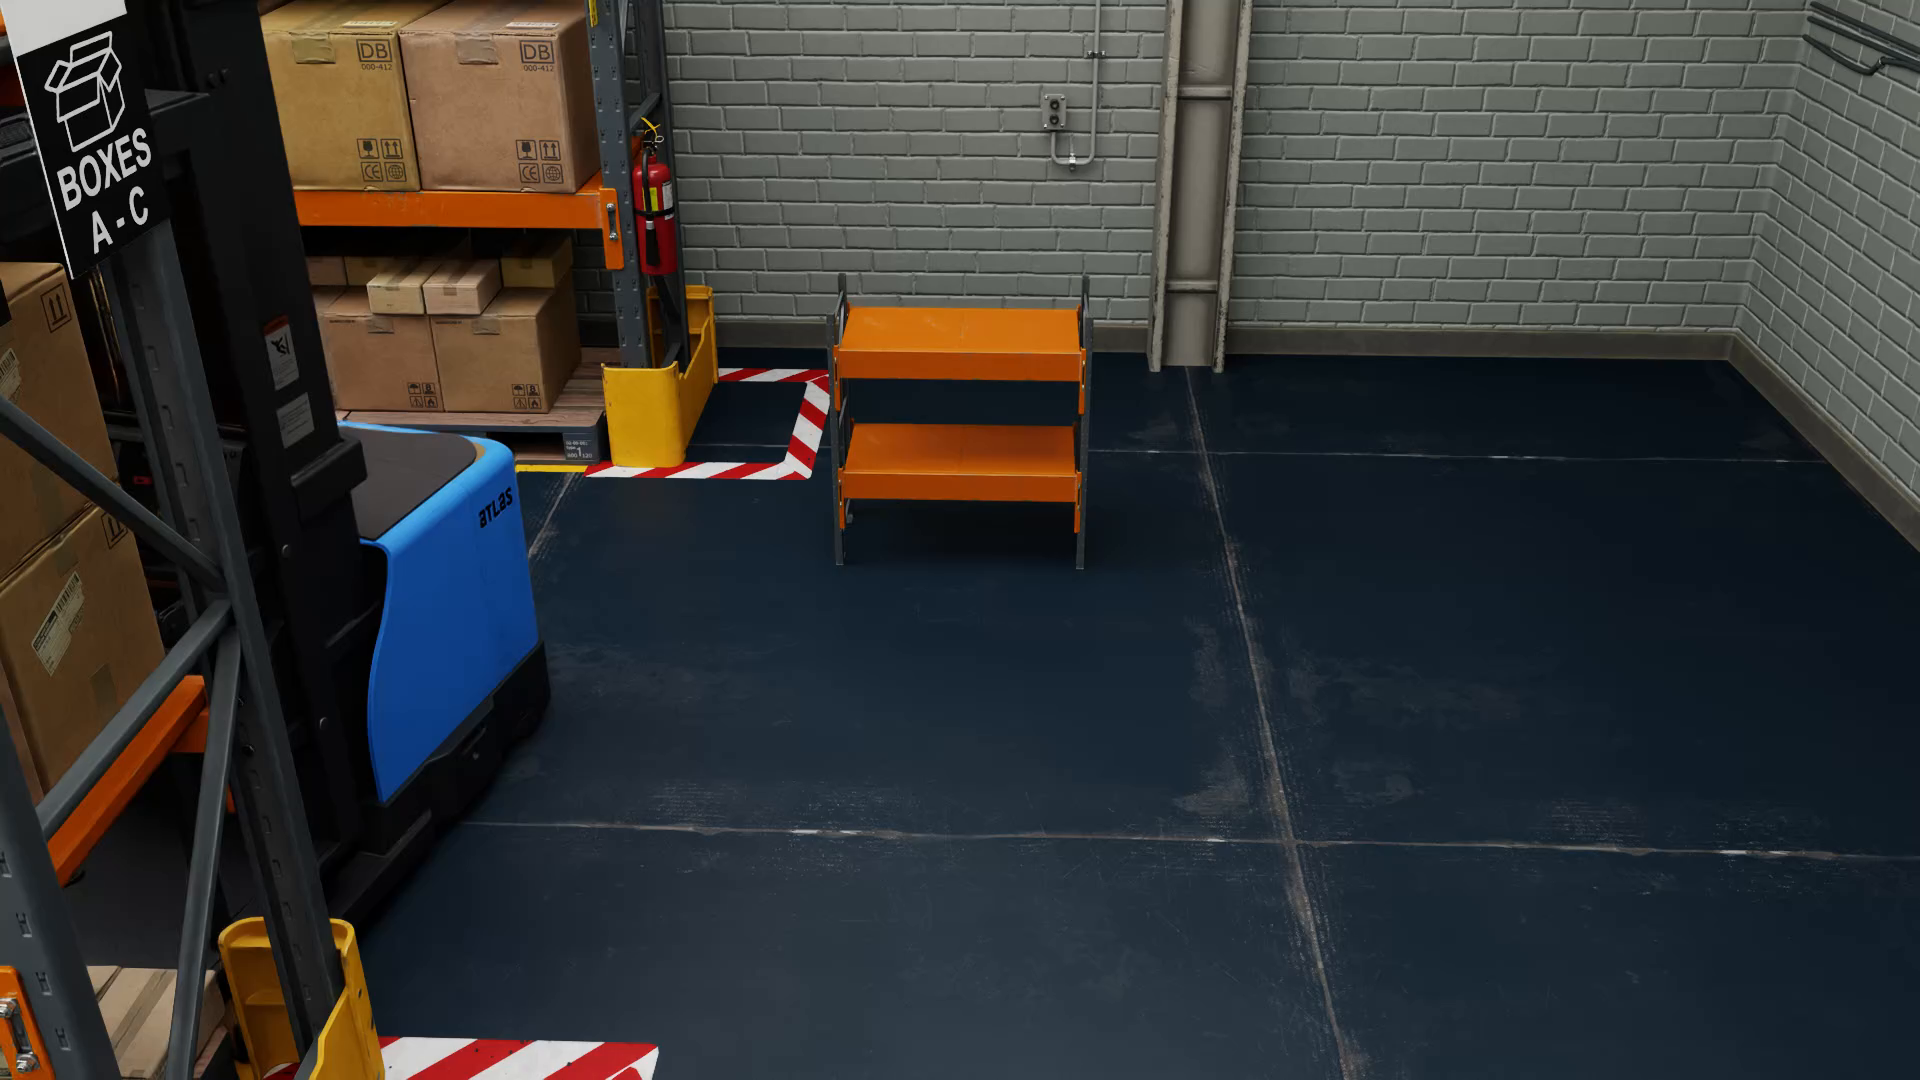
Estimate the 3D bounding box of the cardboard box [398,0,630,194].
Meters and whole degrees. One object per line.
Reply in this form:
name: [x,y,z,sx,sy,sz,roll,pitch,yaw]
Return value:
cardboard box: [-2.010,-2.080,7.650,0.700,0.700,0.980,2,28,4]

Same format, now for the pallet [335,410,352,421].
pallet: [-3.518,-0.709,8.363,1.213,0.211,1.003,1,28,2]

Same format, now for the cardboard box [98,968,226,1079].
cardboard box: [-2.078,1.273,4.220,0.250,0.149,0.380,1,28,2]

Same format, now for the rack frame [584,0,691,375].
rack frame: [-1.500,-1.943,7.713,0.127,3.000,1.000,1,28,2]

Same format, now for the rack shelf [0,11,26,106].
rack shelf: [-3.670,-0.665,2.867,4.000,0.370,1.077,1,28,2]

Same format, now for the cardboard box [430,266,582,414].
cardboard box: [-2.203,-0.989,8.134,0.500,0.500,0.700,1,28,2]

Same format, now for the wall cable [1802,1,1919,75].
wall cable: [4.140,-2.961,6.544,0.112,2.526,3.097,1,28,2]

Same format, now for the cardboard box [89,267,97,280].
cardboard box: [-4.102,-1.400,8.217,0.250,0.149,0.380,0,28,0]

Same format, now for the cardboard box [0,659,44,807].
cardboard box: [-2.129,0.451,3.089,0.500,0.500,0.500,2,28,3]

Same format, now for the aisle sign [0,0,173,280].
aisle sign: [-1.593,-0.909,2.987,0.004,0.787,0.394,1,28,2]

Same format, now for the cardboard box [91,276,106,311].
cardboard box: [-3.897,-1.217,7.871,0.250,0.149,0.380,0,28,0]

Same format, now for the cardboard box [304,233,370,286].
cardboard box: [-3.082,-1.384,8.185,0.250,0.149,0.380,1,28,3]

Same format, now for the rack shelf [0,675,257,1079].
rack shelf: [-3.670,0.660,3.570,4.000,0.370,1.077,1,28,2]

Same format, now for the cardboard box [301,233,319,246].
cardboard box: [-3.338,-1.387,8.193,0.250,0.149,0.380,1,28,2]

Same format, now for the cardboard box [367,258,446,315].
cardboard box: [-2.594,-1.197,7.832,0.250,0.149,0.380,2,28,3]

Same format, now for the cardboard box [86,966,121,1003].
cardboard box: [-2.328,1.261,4.224,0.250,0.166,0.380,1,28,2]

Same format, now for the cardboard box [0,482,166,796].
cardboard box: [-2.105,0.201,3.562,0.500,0.500,0.500,2,28,3]

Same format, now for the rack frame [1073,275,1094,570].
rack frame: [0.515,-0.488,6.970,0.032,1.125,0.500,1,28,2]

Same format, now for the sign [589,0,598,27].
sign: [-1.533,-2.306,6.908,0.005,0.325,0.100,1,28,2]

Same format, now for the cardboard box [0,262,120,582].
cardboard box: [-2.105,-0.241,3.328,0.500,0.500,0.500,2,28,3]

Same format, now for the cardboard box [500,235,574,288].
cardboard box: [-2.071,-1.367,8.155,0.250,0.149,0.380,1,28,2]

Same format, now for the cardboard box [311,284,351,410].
cardboard box: [-3.206,-1.005,8.165,0.500,0.500,0.700,0,28,0]

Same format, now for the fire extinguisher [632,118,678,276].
fire extinguisher: [-1.366,-1.526,7.407,0.183,0.674,0.296,1,28,2]

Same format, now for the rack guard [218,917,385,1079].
rack guard: [-1.747,1.479,3.927,0.348,0.500,1.175,1,28,2]

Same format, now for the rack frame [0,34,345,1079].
rack frame: [-1.671,0.374,3.342,0.053,2.616,0.949,1,28,2]

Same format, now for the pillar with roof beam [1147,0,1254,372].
pillar with roof beam: [1.077,-2.939,3.187,0.400,9.000,9.100,1,28,2]

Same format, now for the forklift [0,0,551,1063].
forklift: [-2.372,-0.077,4.266,1.130,2.935,3.031,7,29,14]

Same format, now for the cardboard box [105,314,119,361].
cardboard box: [-3.739,-1.011,8.175,0.500,0.500,0.700,2,28,3]

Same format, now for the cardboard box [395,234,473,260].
cardboard box: [-2.578,-1.375,8.170,0.250,0.149,0.380,1,28,2]

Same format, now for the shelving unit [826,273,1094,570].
shelving unit: [0.007,-0.497,6.986,1.048,1.125,0.538,1,28,2]

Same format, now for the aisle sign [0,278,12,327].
aisle sign: [-1.614,-0.629,2.458,0.004,0.787,0.394,1,28,2]

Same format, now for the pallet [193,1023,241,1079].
pallet: [-2.544,1.594,4.019,1.213,0.211,1.003,1,28,2]

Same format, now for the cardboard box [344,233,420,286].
cardboard box: [-2.828,-1.380,8.178,0.250,0.149,0.380,1,28,2]

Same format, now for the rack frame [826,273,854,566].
rack frame: [-0.501,-0.505,7.002,0.032,1.125,0.500,1,28,2]

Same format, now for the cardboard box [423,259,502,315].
cardboard box: [-2.338,-1.193,7.825,0.250,0.149,0.380,1,28,1]

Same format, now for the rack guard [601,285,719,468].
rack guard: [-1.476,-0.838,8.298,0.348,0.500,1.175,1,28,2]

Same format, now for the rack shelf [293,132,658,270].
rack shelf: [-3.499,-1.659,7.944,4.000,0.370,1.077,1,28,2]

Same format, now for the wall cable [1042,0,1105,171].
wall cable: [-0.187,-2.814,8.271,1.851,1.984,0.084,1,28,2]

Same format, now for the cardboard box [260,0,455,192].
cardboard box: [-2.738,-2.086,7.663,0.700,0.700,0.980,1,28,1]

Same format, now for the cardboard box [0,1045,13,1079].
cardboard box: [-2.223,1.392,3.621,0.500,0.500,0.500,1,28,2]

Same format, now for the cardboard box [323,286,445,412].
cardboard box: [-2.703,-0.997,8.149,0.500,0.500,0.700,1,28,2]

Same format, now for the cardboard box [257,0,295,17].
cardboard box: [-3.499,-2.103,7.695,0.700,0.700,0.980,0,28,-1]

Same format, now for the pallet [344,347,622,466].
pallet: [-2.302,-0.688,8.322,1.213,0.211,1.003,1,28,2]

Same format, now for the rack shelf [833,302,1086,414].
rack shelf: [0.007,-0.755,6.849,1.000,0.278,0.538,1,28,2]

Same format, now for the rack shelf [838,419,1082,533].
rack shelf: [0.007,-0.281,7.101,1.000,0.278,0.538,1,28,2]

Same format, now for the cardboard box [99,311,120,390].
cardboard box: [-4.252,-1.020,8.193,0.500,0.500,0.700,1,28,1]
